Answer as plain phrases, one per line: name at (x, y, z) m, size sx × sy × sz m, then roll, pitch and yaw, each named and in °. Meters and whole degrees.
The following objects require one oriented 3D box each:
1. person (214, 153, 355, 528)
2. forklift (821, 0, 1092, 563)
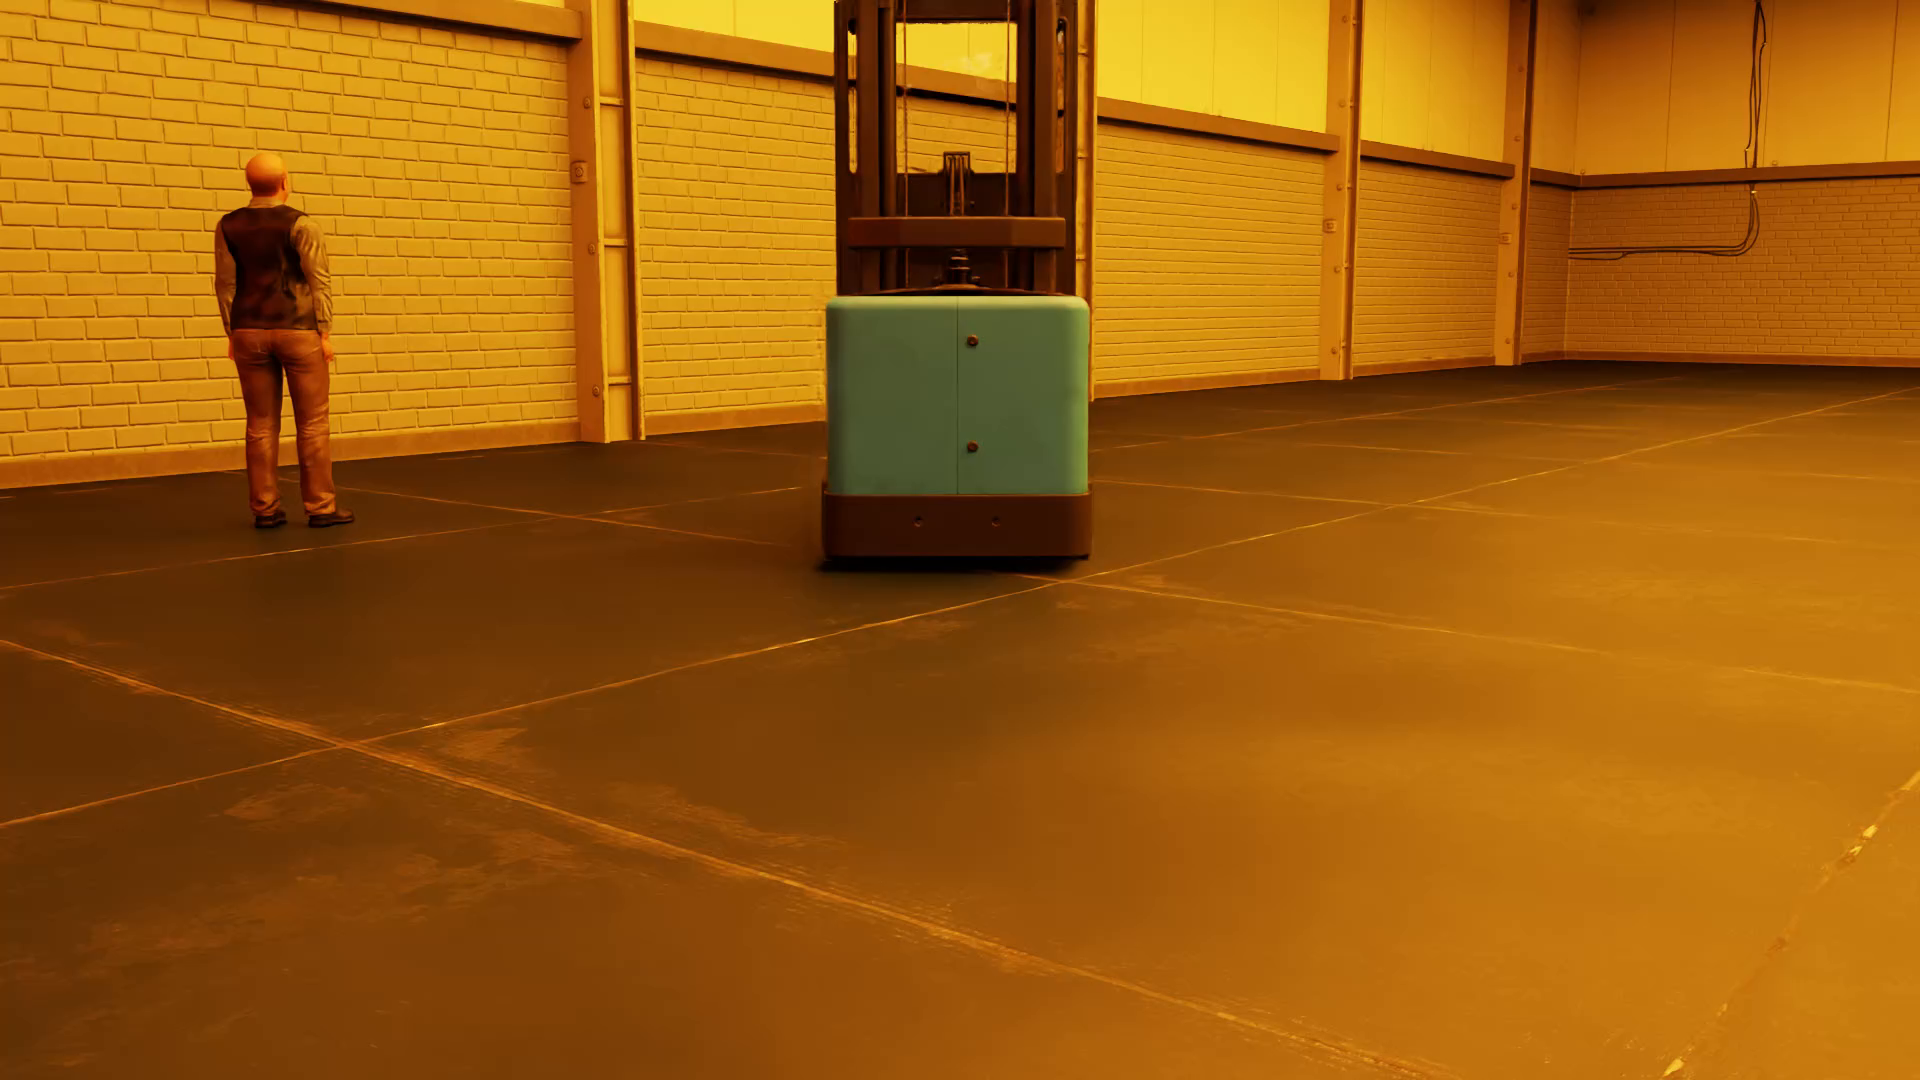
person at (-3.172, -0.923, 7.769) m, size 0.525 × 1.724 × 0.374 m, roll 0°, pitch 8°, yaw -1°
forklift at (-0.019, -1.534, 7.766) m, size 1.130 × 2.935 × 3.031 m, roll 0°, pitch 8°, yaw 0°
